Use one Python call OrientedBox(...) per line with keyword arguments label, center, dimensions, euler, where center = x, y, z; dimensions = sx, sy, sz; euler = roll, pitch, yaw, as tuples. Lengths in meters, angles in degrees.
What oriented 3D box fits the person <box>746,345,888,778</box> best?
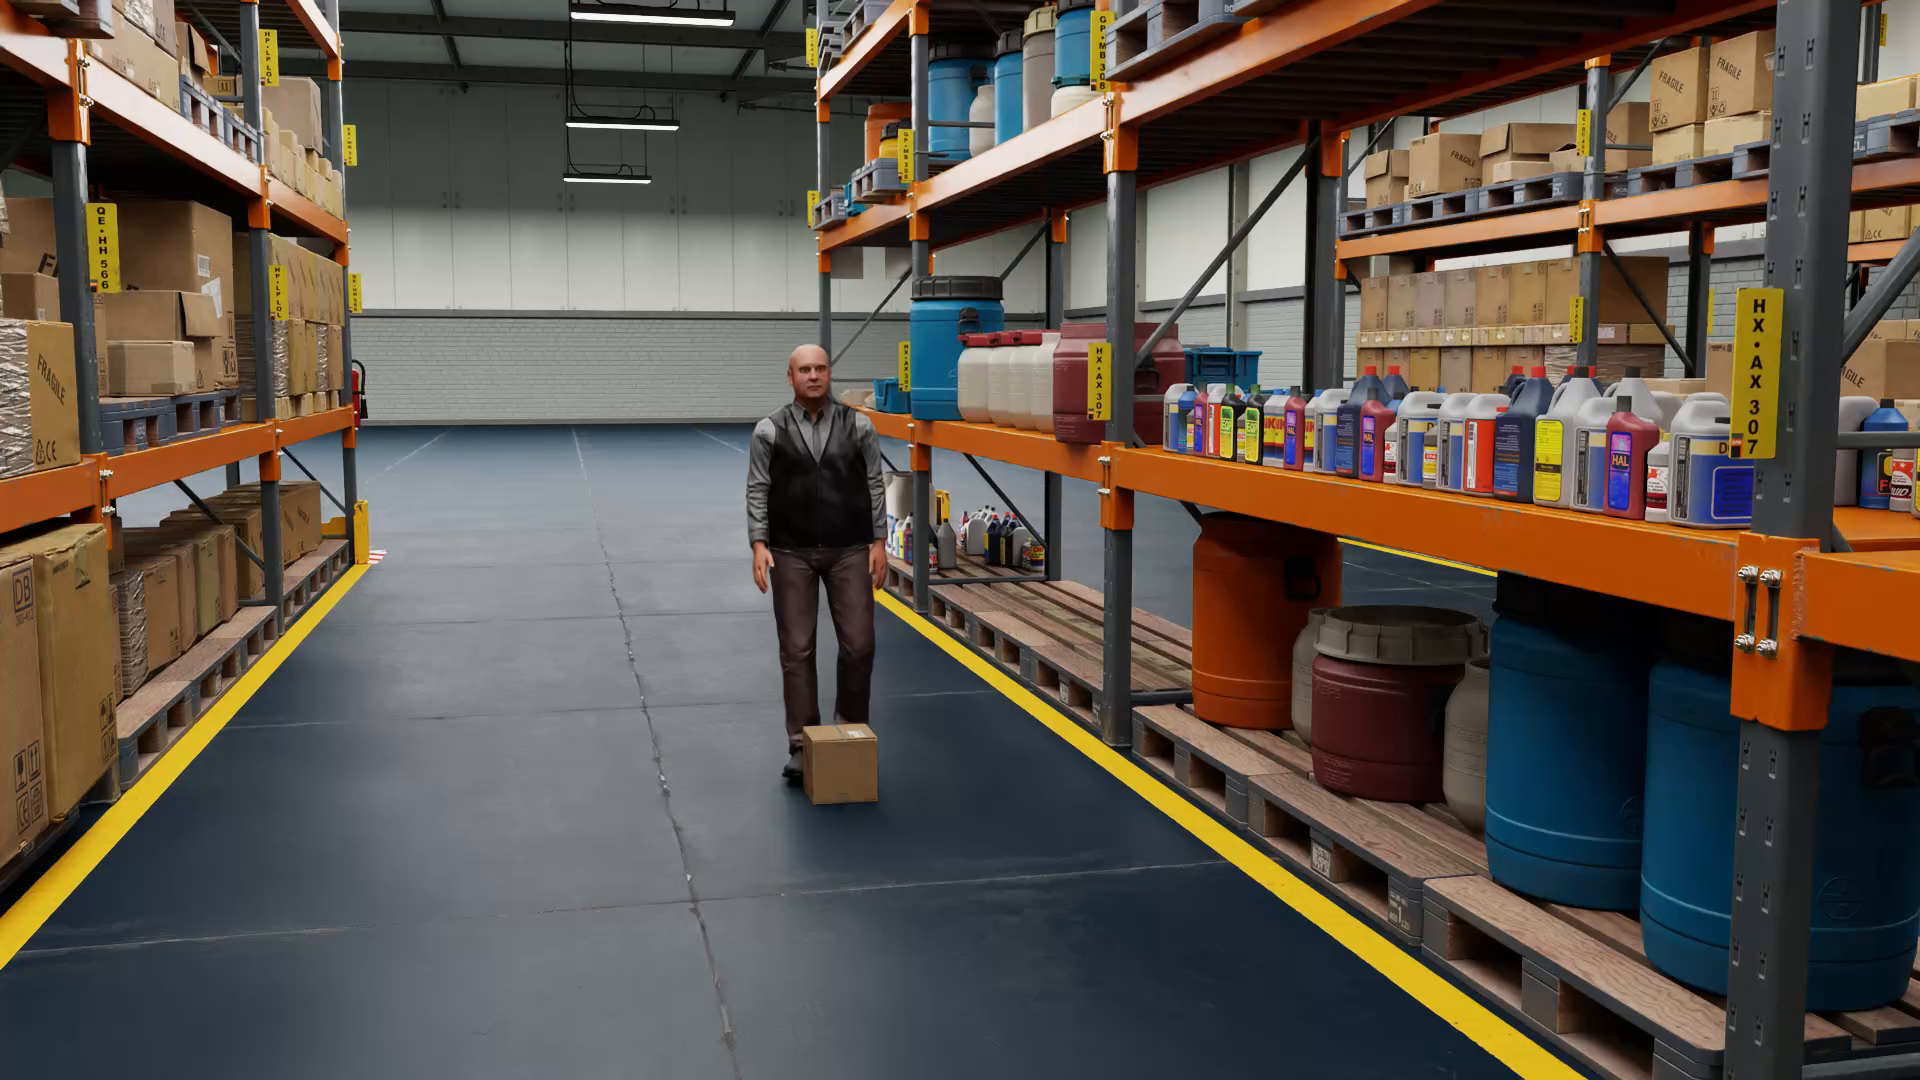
OrientedBox(label="person", center=(-0.574, 0.108, 6.725), dimensions=(0.576, 1.788, 0.513), euler=(-1, 6, -7))
